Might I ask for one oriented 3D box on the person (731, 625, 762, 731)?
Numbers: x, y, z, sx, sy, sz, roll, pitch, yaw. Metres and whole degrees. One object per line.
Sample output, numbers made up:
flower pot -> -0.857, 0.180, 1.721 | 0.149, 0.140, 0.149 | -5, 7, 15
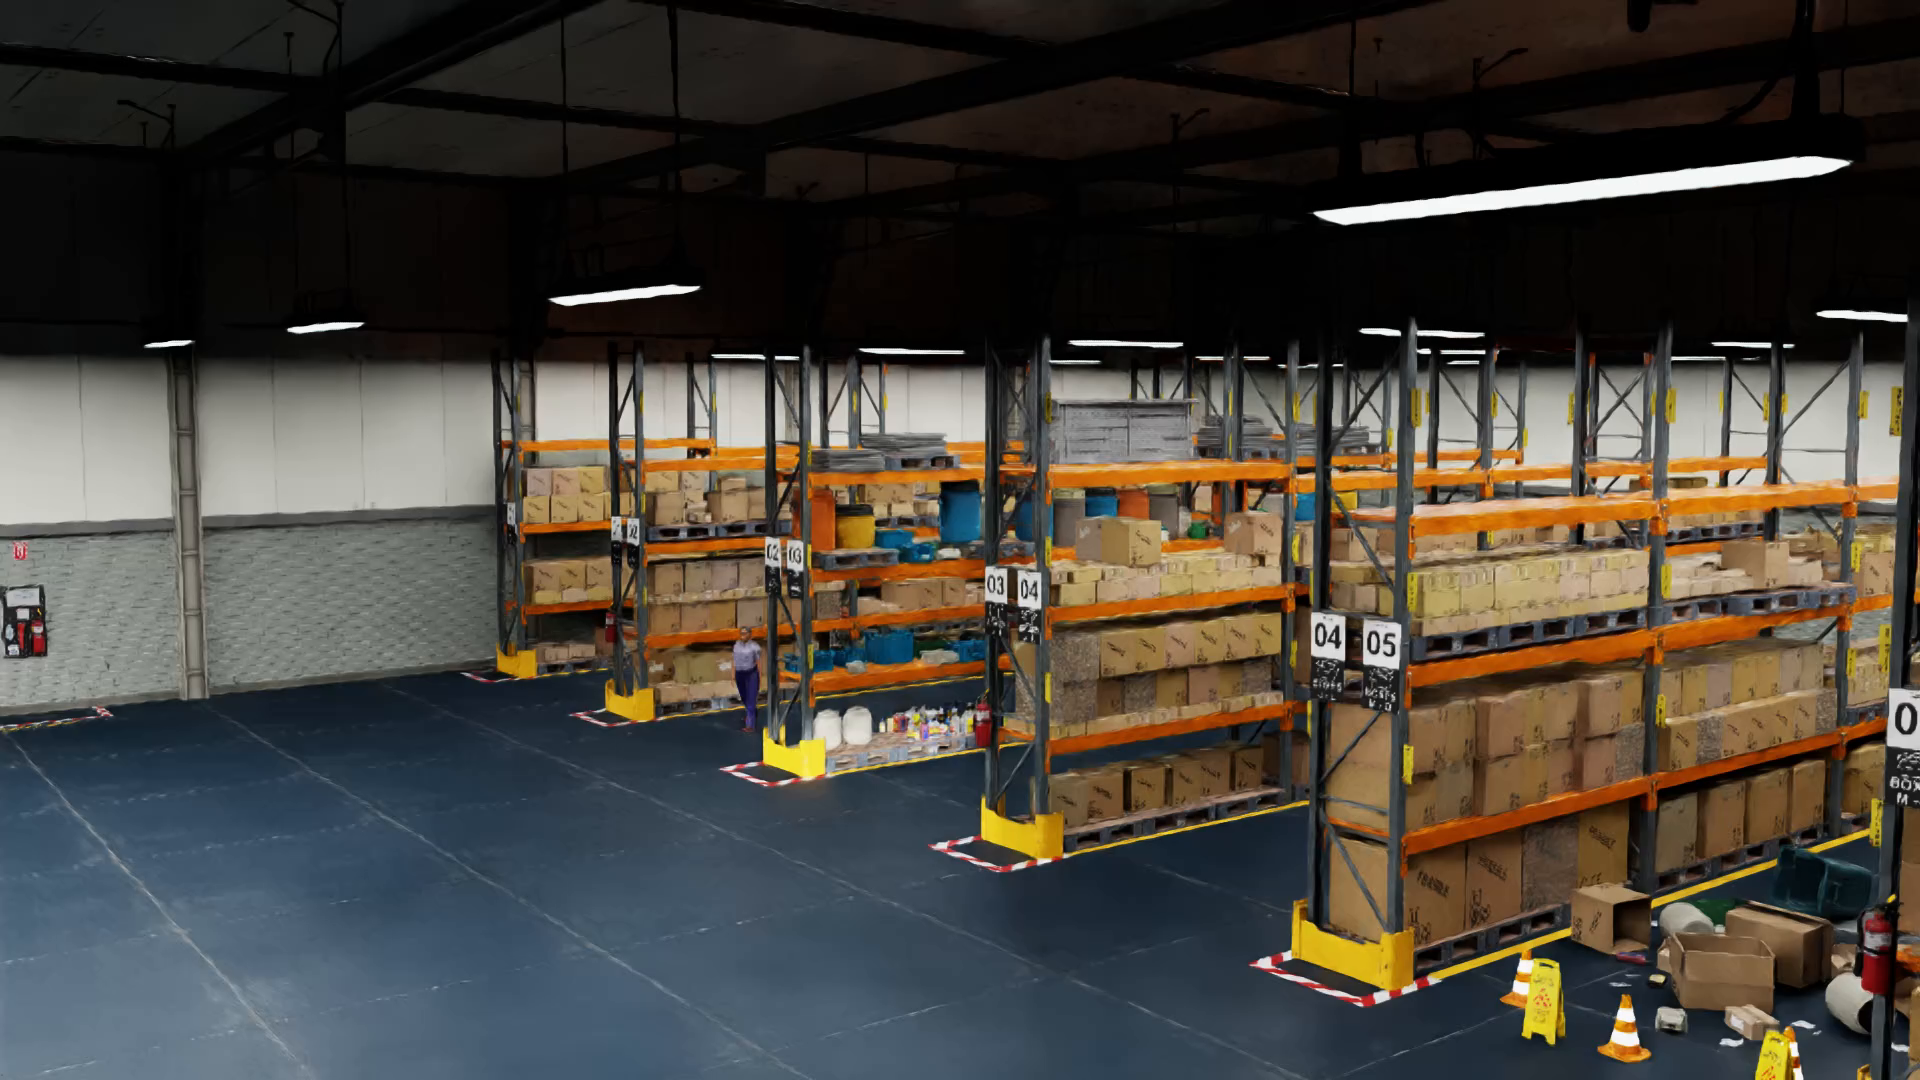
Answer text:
person -> -3.296, 2.104, 25.661 | 0.583, 1.611, 0.917 | 2, 6, 26

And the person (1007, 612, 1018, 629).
person -> 1.106, 1.315, 33.967 | 1.128, 1.709, 0.550 | -4, 6, -39
